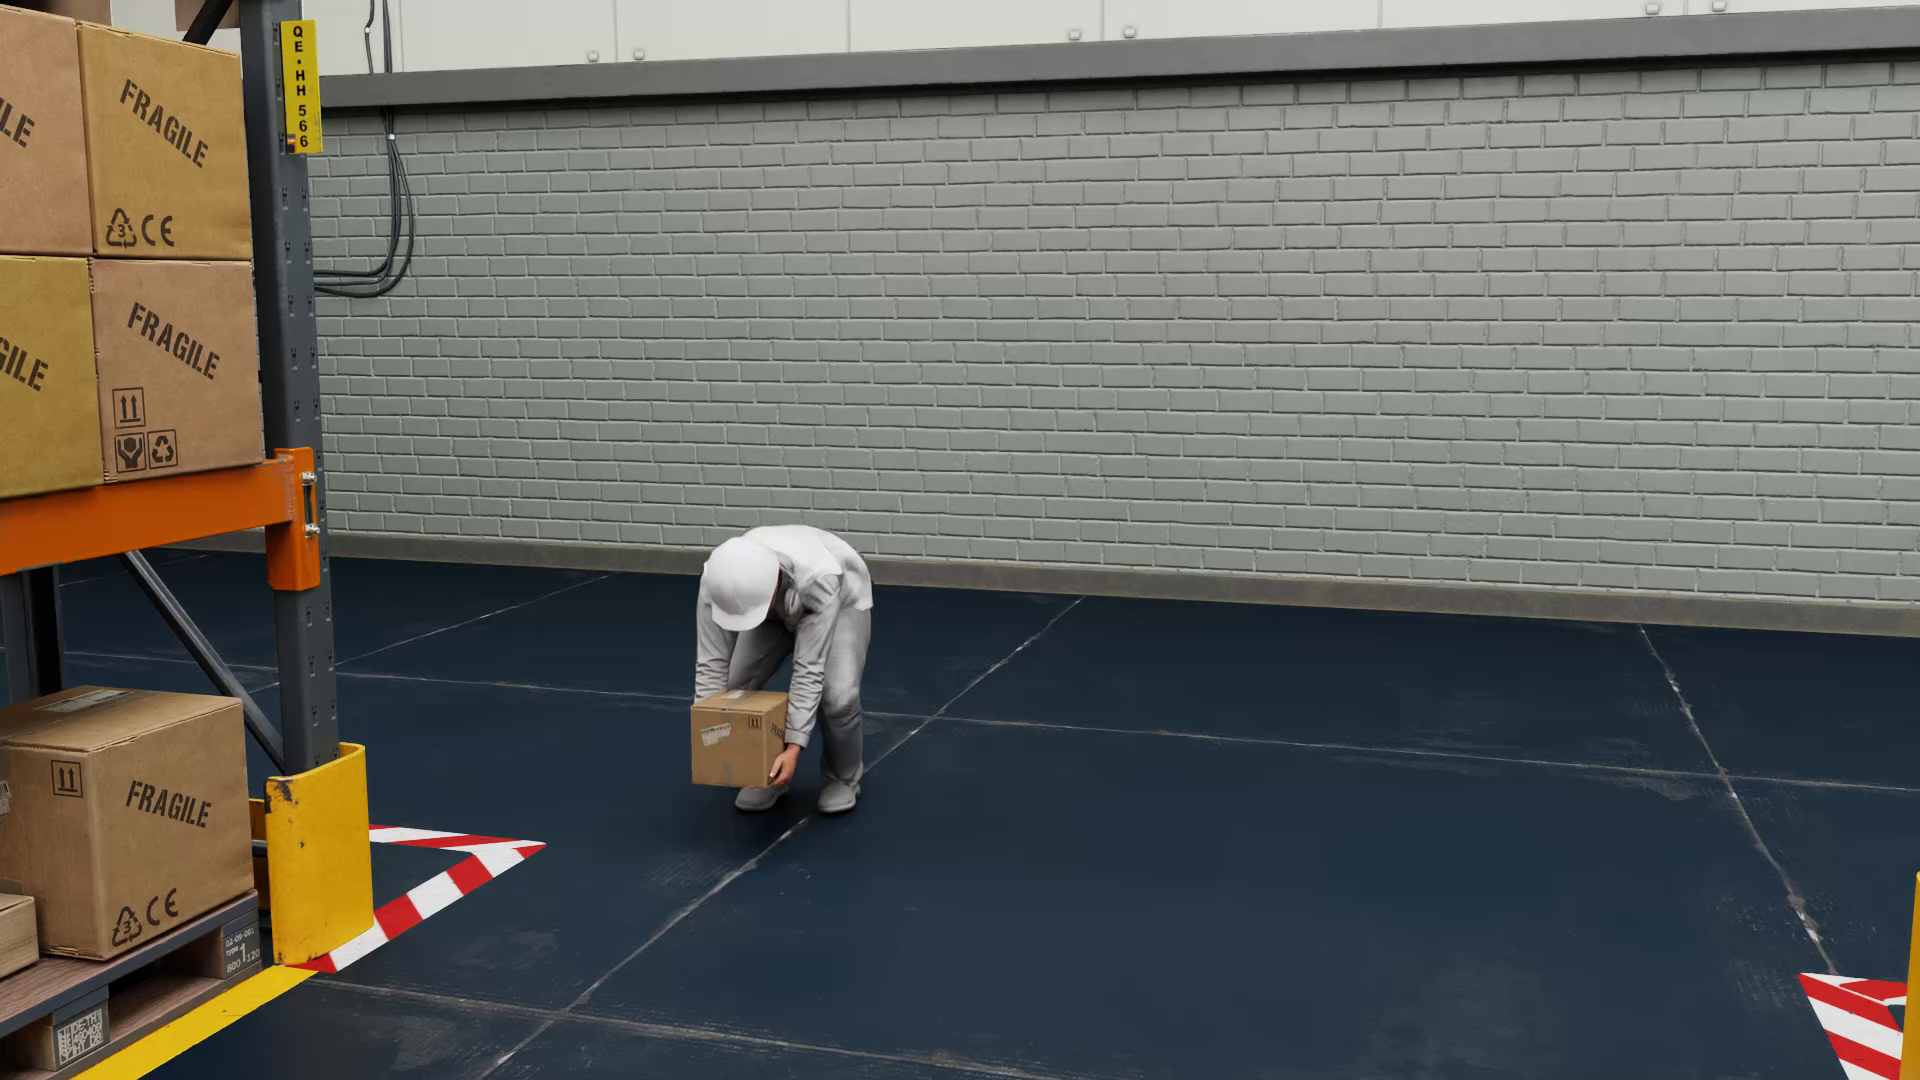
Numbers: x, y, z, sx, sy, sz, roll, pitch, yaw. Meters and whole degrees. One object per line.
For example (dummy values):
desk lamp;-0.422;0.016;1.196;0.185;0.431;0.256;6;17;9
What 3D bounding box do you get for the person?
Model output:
person;-0.580;0.431;5.477;0.513;0.996;0.988;2;9;14
